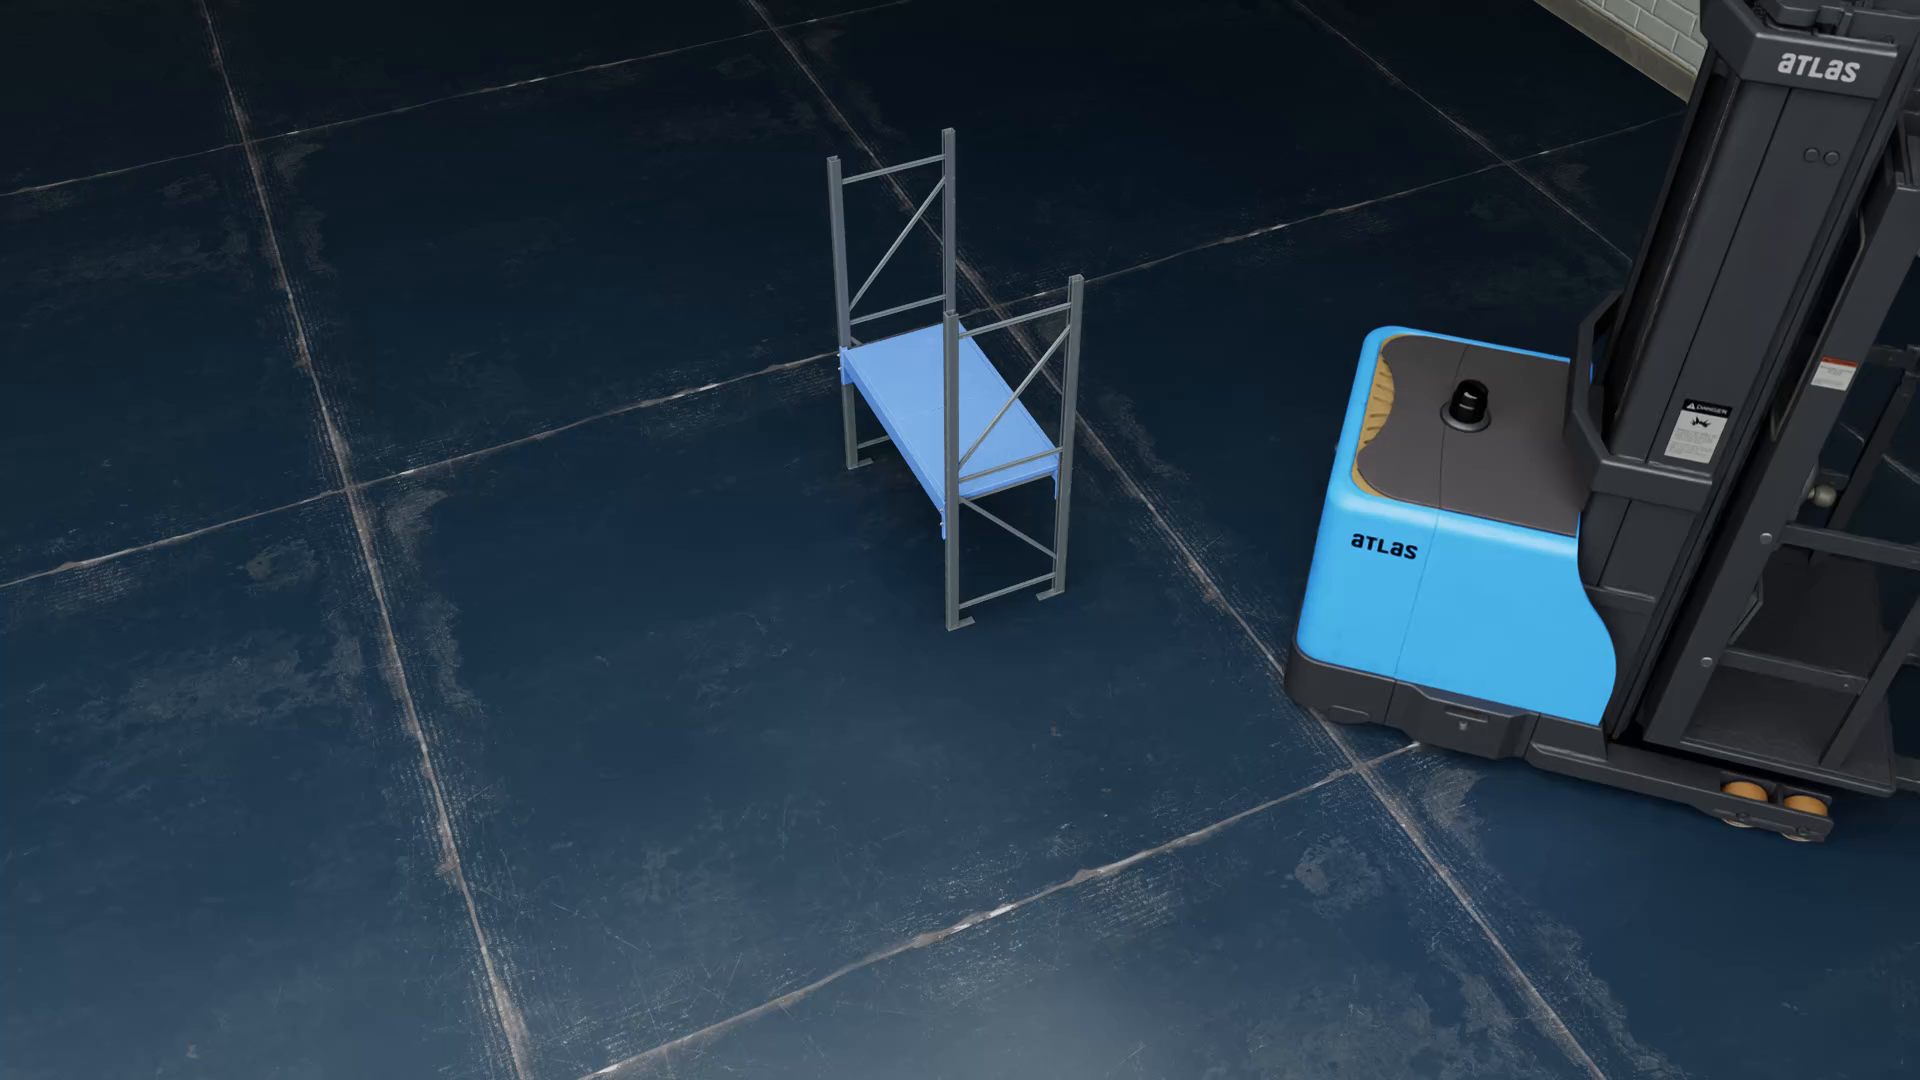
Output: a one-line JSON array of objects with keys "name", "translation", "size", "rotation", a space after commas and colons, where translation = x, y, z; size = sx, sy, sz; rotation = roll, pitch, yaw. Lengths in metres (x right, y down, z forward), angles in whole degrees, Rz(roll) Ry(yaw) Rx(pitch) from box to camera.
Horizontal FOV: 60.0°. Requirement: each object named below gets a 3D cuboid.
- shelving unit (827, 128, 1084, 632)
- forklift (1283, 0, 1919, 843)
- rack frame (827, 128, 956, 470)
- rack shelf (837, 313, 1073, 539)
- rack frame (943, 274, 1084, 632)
[{"name": "shelving unit", "translation": [-0.036, -0.588, 6.278], "size": [0.538, 1.500, 1.048], "rotation": [-18, 47, -17]}, {"name": "forklift", "translation": [2.763, -0.431, 5.100], "size": [3.031, 2.935, 1.130], "rotation": [13, 46, 13]}, {"name": "rack frame", "translation": [-0.250, -0.912, 6.607], "size": [0.500, 1.500, 0.032], "rotation": [-18, 47, -17]}, {"name": "rack shelf", "translation": [-0.036, -0.460, 6.405], "size": [0.538, 0.185, 1.000], "rotation": [-18, 47, -17]}, {"name": "rack frame", "translation": [0.178, -0.264, 5.950], "size": [0.500, 1.500, 0.032], "rotation": [-18, 47, -17]}]
